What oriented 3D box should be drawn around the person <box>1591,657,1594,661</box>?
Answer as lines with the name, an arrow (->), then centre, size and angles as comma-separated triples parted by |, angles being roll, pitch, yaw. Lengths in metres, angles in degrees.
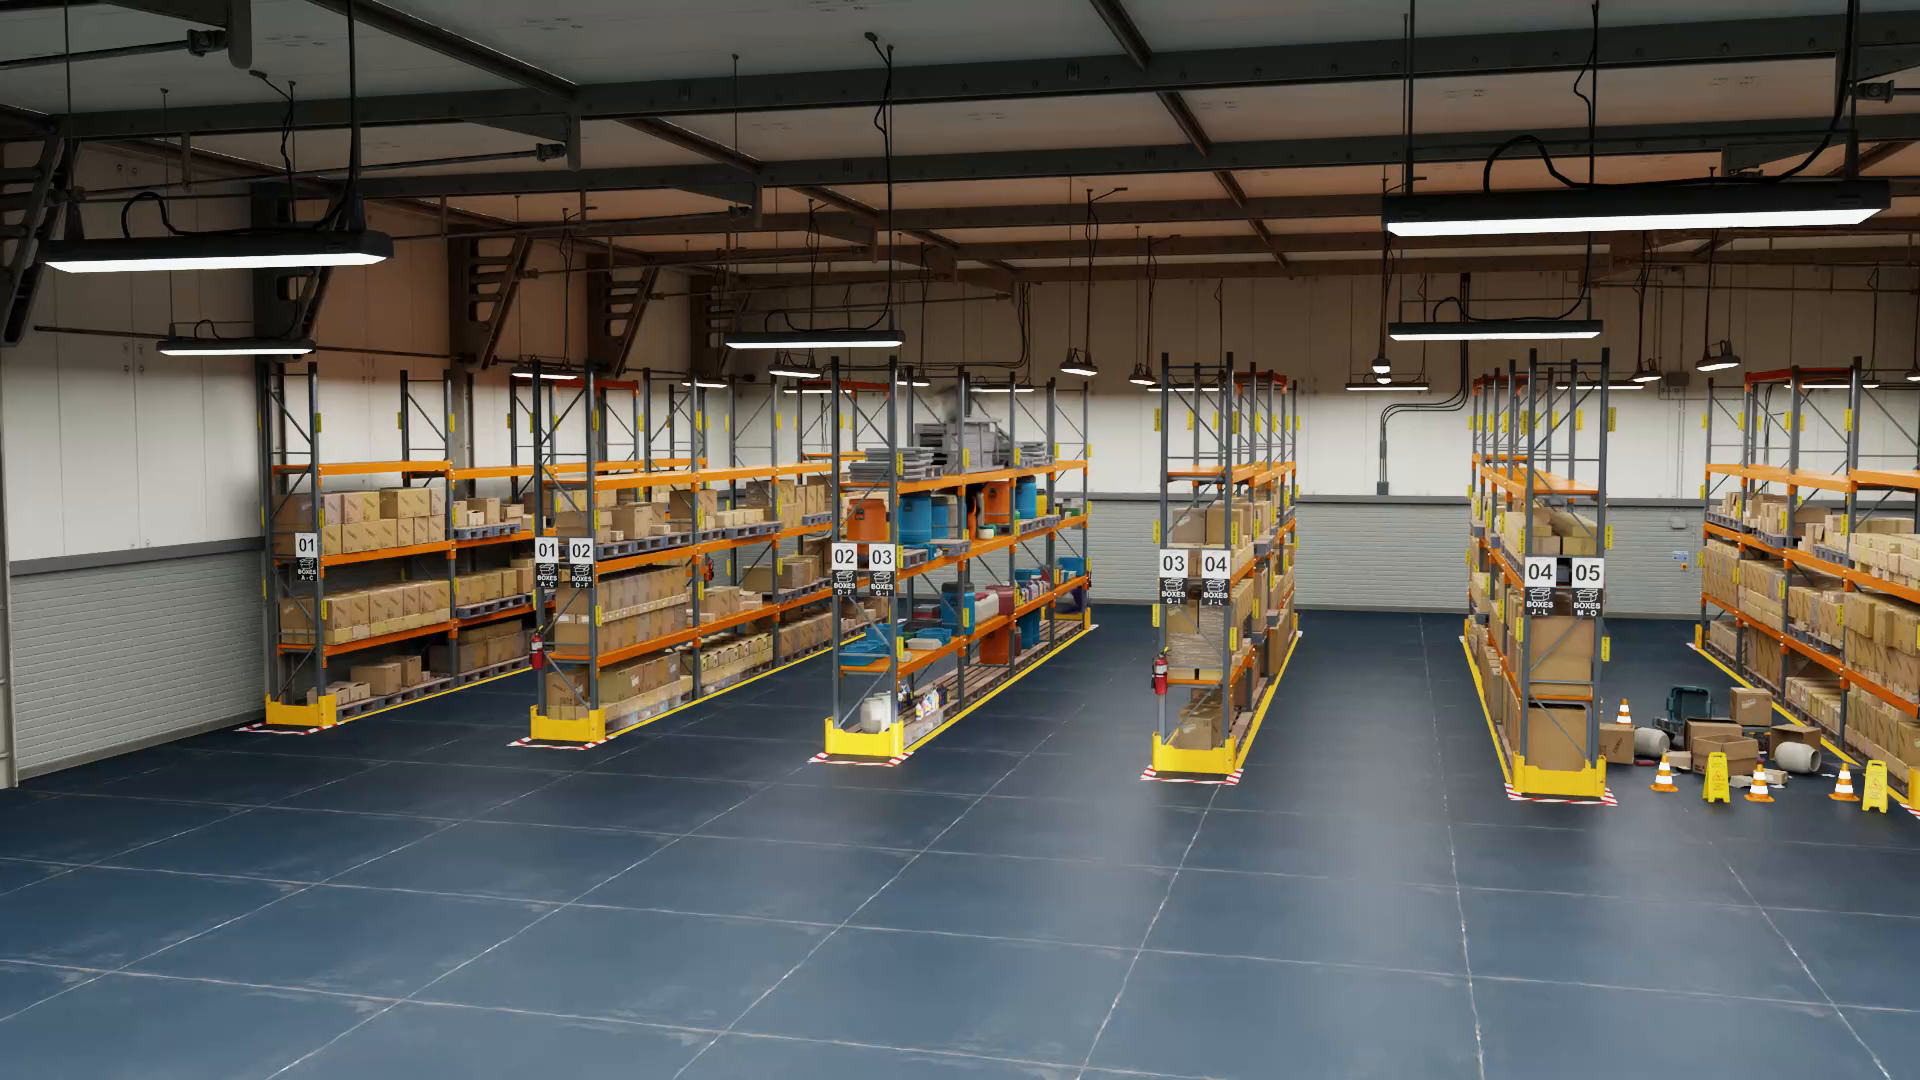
person -> 13.014, 1.657, 34.685 | 0.635, 1.804, 0.907 | 0, 4, 6

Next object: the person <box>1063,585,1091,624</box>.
person -> 2.937, 1.290, 41.444 | 0.703, 1.605, 0.615 | 2, 4, 22
